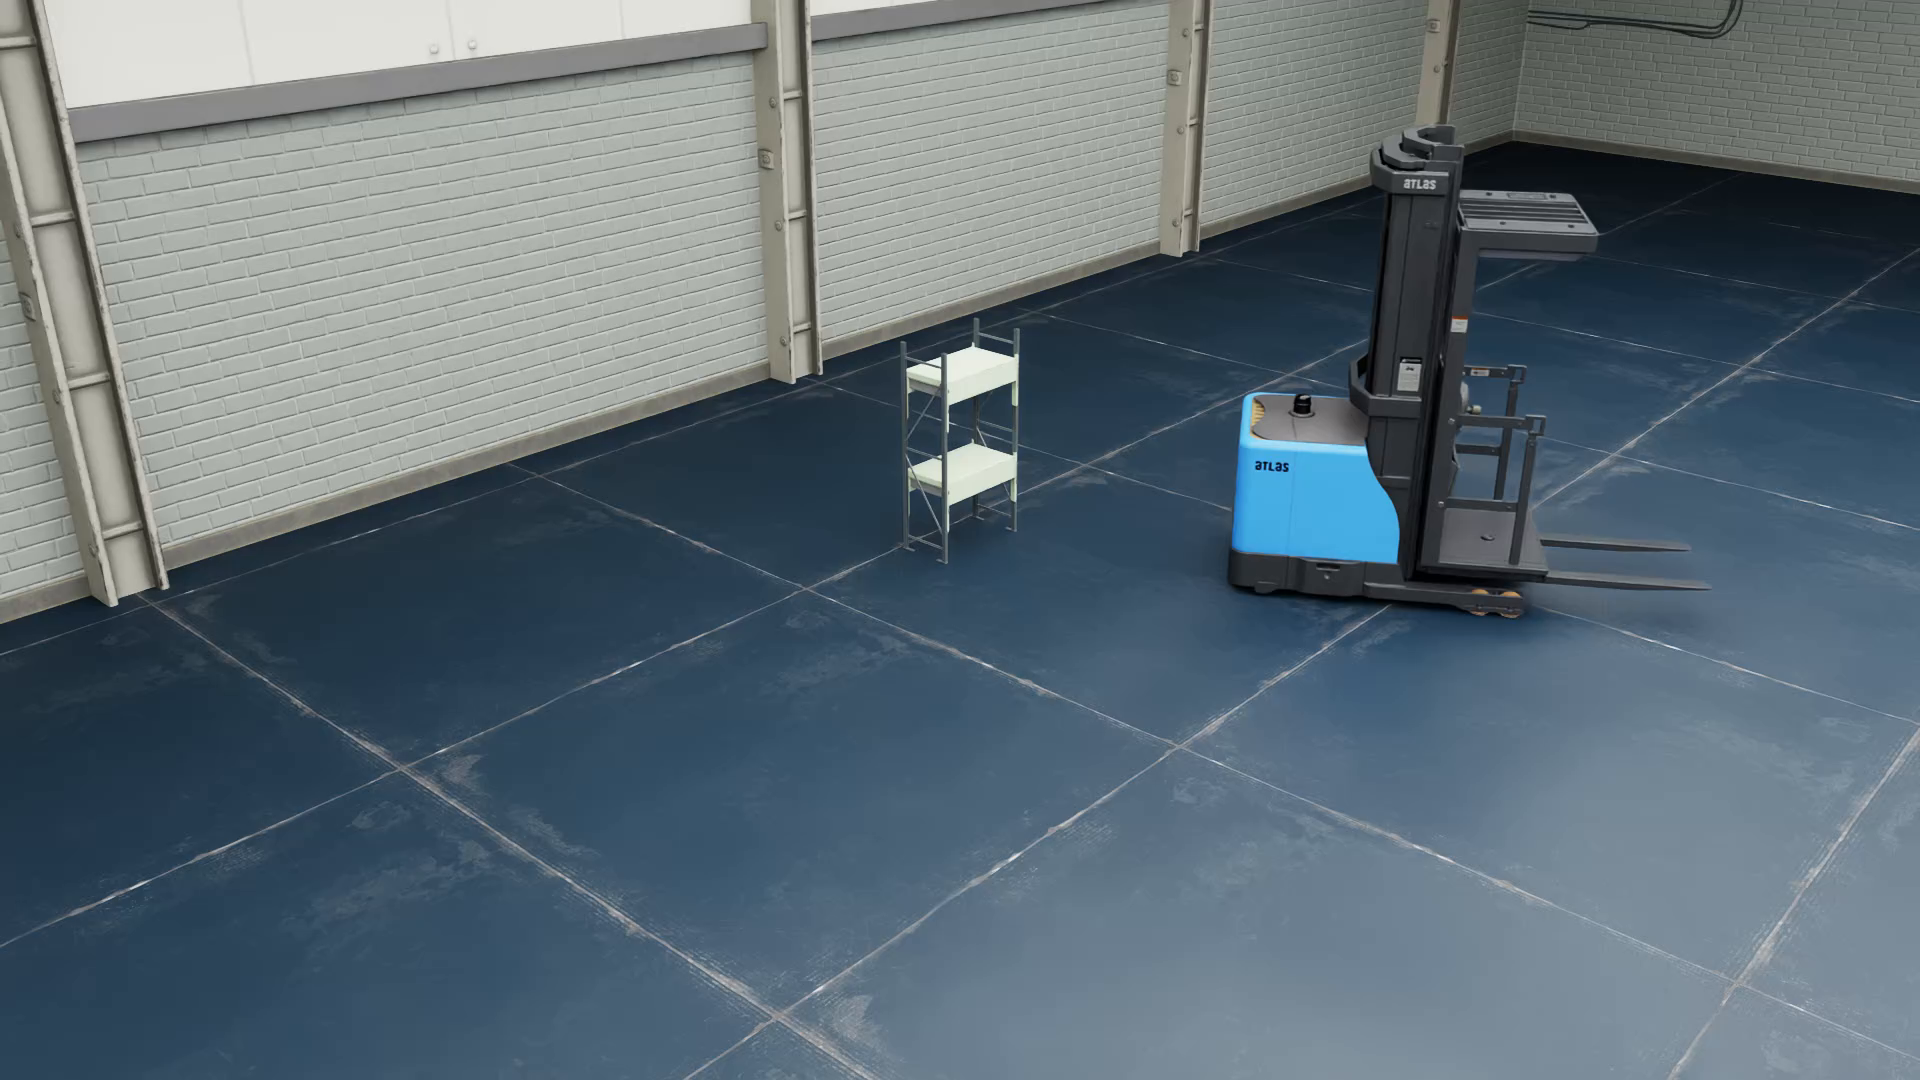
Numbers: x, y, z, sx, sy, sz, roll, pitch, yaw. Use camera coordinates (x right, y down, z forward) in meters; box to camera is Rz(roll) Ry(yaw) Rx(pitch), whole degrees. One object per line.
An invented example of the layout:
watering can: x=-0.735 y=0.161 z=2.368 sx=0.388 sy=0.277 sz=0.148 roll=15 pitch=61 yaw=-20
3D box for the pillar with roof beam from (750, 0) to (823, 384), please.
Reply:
pillar with roof beam: x=1.718 y=-4.425 z=10.621 sx=9.100 sy=9.000 sz=0.400 roll=20 pitch=31 yaw=38

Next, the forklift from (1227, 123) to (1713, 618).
forklift: x=3.336 y=-1.075 z=10.564 sx=3.031 sy=2.935 sz=1.130 roll=4 pitch=25 yaw=10

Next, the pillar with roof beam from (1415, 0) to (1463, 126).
pillar with roof beam: x=9.727 y=-8.082 z=18.775 sx=9.100 sy=9.000 sz=0.400 roll=20 pitch=31 yaw=38

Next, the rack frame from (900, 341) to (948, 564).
rack frame: x=-0.240 y=-0.575 z=11.199 sx=0.400 sy=1.500 sz=0.023 roll=20 pitch=31 yaw=38

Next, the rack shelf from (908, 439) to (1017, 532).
rack shelf: x=0.004 y=-0.389 z=11.581 sx=0.431 sy=0.370 sz=0.720 roll=20 pitch=31 yaw=38

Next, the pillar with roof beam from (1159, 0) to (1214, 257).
pillar with roof beam: x=5.722 y=-6.253 z=14.698 sx=9.100 sy=9.000 sz=0.400 roll=20 pitch=31 yaw=38

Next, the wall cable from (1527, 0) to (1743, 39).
wall cable: x=9.472 y=-8.377 z=23.229 sx=3.097 sy=2.526 sz=0.112 roll=20 pitch=31 yaw=38

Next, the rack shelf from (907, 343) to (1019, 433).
rack shelf: x=0.004 y=-1.042 z=11.288 sx=0.431 sy=0.370 sz=0.720 roll=20 pitch=31 yaw=38

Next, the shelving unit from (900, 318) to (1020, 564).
shelving unit: x=0.004 y=-0.686 z=11.448 sx=0.431 sy=1.500 sz=0.755 roll=20 pitch=31 yaw=38

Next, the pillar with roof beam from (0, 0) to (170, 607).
pillar with roof beam: x=-2.287 y=-2.597 z=6.544 sx=9.100 sy=9.000 sz=0.400 roll=20 pitch=31 yaw=38

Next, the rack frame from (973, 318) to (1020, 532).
rack frame: x=0.249 y=-0.798 z=11.696 sx=0.400 sy=1.500 sz=0.023 roll=20 pitch=31 yaw=38
